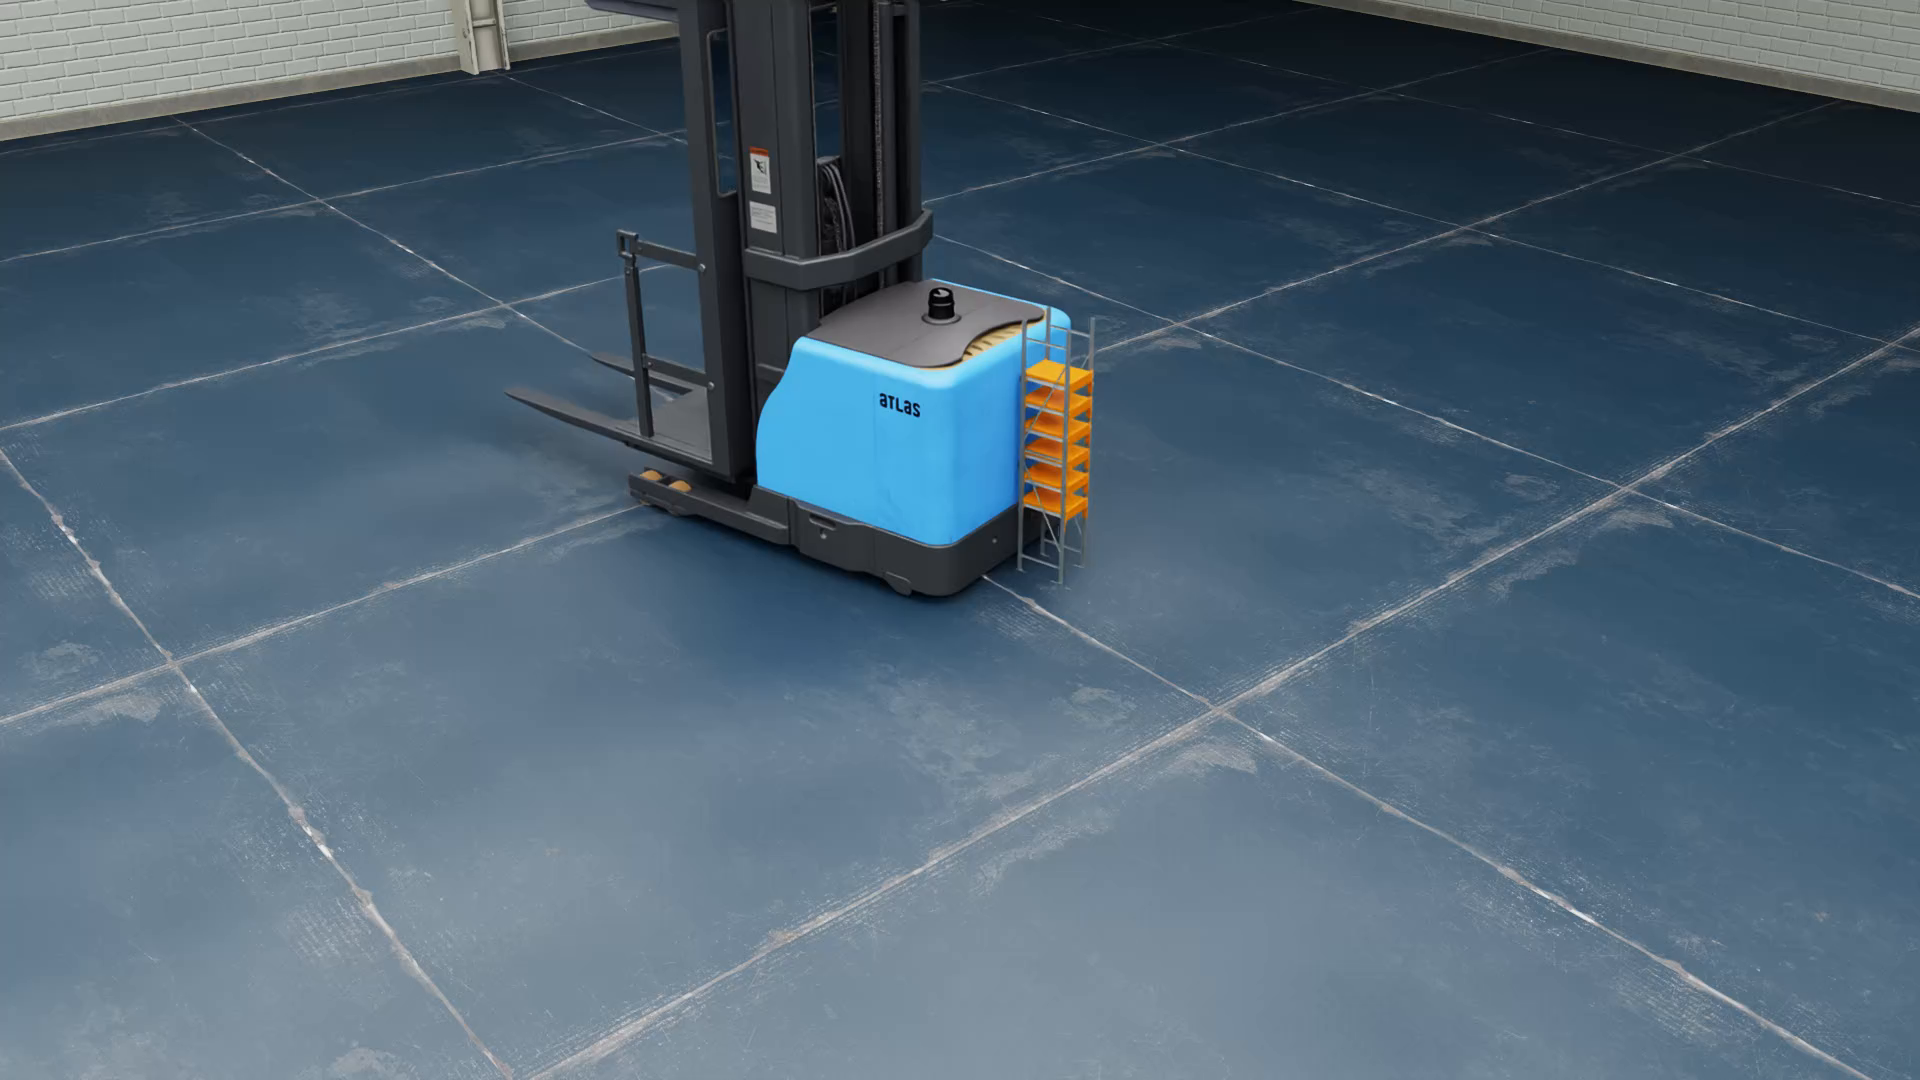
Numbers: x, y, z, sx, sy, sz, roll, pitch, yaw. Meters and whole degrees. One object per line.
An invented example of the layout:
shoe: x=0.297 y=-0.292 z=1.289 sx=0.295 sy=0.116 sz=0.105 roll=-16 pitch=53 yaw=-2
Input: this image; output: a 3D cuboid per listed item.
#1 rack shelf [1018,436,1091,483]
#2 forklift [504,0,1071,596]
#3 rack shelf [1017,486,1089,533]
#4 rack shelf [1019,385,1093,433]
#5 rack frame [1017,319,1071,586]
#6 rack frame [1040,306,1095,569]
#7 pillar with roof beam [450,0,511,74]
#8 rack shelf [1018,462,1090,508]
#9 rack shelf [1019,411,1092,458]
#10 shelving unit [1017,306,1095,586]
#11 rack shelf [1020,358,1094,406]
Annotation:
rack shelf: x=0.411 y=-0.356 z=7.237 sx=0.258 sy=0.103 sz=0.180 roll=19 pitch=33 yaw=31
forklift: x=-0.983 y=-1.588 z=7.611 sx=3.031 sy=2.935 sz=1.130 roll=19 pitch=33 yaw=31
rack shelf: x=0.411 y=-0.144 z=7.350 sx=0.258 sy=0.103 sz=0.180 roll=19 pitch=33 yaw=31
rack shelf: x=0.411 y=-0.568 z=7.124 sx=0.258 sy=0.103 sz=0.180 roll=19 pitch=33 yaw=31
rack frame: x=0.357 y=-0.360 z=7.151 sx=0.240 sy=1.200 sz=0.006 roll=19 pitch=33 yaw=31
rack frame: x=0.465 y=-0.430 z=7.281 sx=0.240 sy=1.200 sz=0.006 roll=19 pitch=33 yaw=31
pillar with roof beam: x=-1.912 y=-7.096 z=11.481 sx=0.400 sy=9.000 sz=9.100 roll=-22 pitch=35 yaw=-35
rack shelf: x=0.411 y=-0.250 z=7.294 sx=0.258 sy=0.103 sz=0.180 roll=19 pitch=33 yaw=31
rack shelf: x=0.411 y=-0.462 z=7.180 sx=0.258 sy=0.103 sz=0.180 roll=19 pitch=33 yaw=31
shelving unit: x=0.411 y=-0.395 z=7.216 sx=0.258 sy=1.200 sz=0.189 roll=19 pitch=33 yaw=31
rack shelf: x=0.411 y=-0.673 z=7.067 sx=0.258 sy=0.103 sz=0.180 roll=19 pitch=33 yaw=31
